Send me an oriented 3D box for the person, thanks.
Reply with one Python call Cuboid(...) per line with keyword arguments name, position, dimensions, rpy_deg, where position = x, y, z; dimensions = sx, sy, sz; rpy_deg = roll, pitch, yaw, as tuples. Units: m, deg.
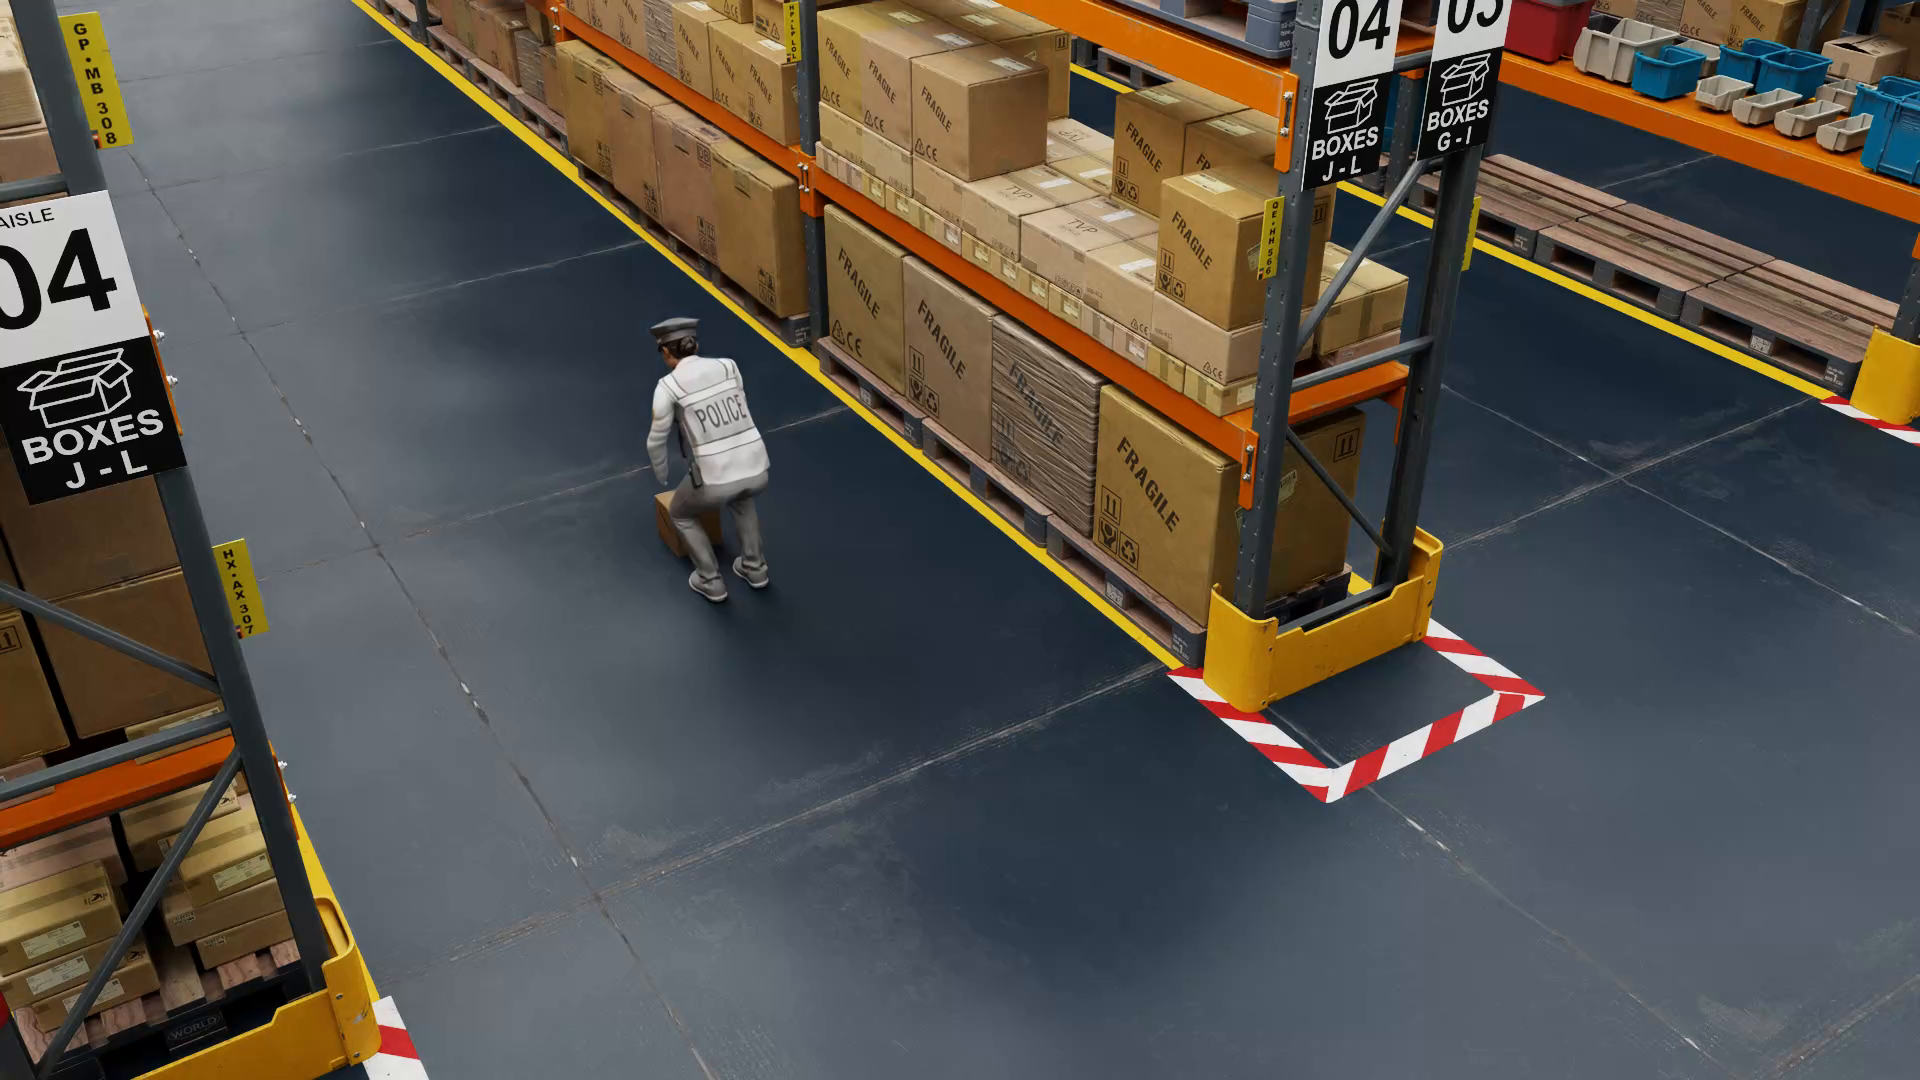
Cuboid(name="person", position=(-1.217, -0.375, 7.994), dimensions=(0.535, 1.375, 0.709), rpy_deg=(-19, 37, -27))
